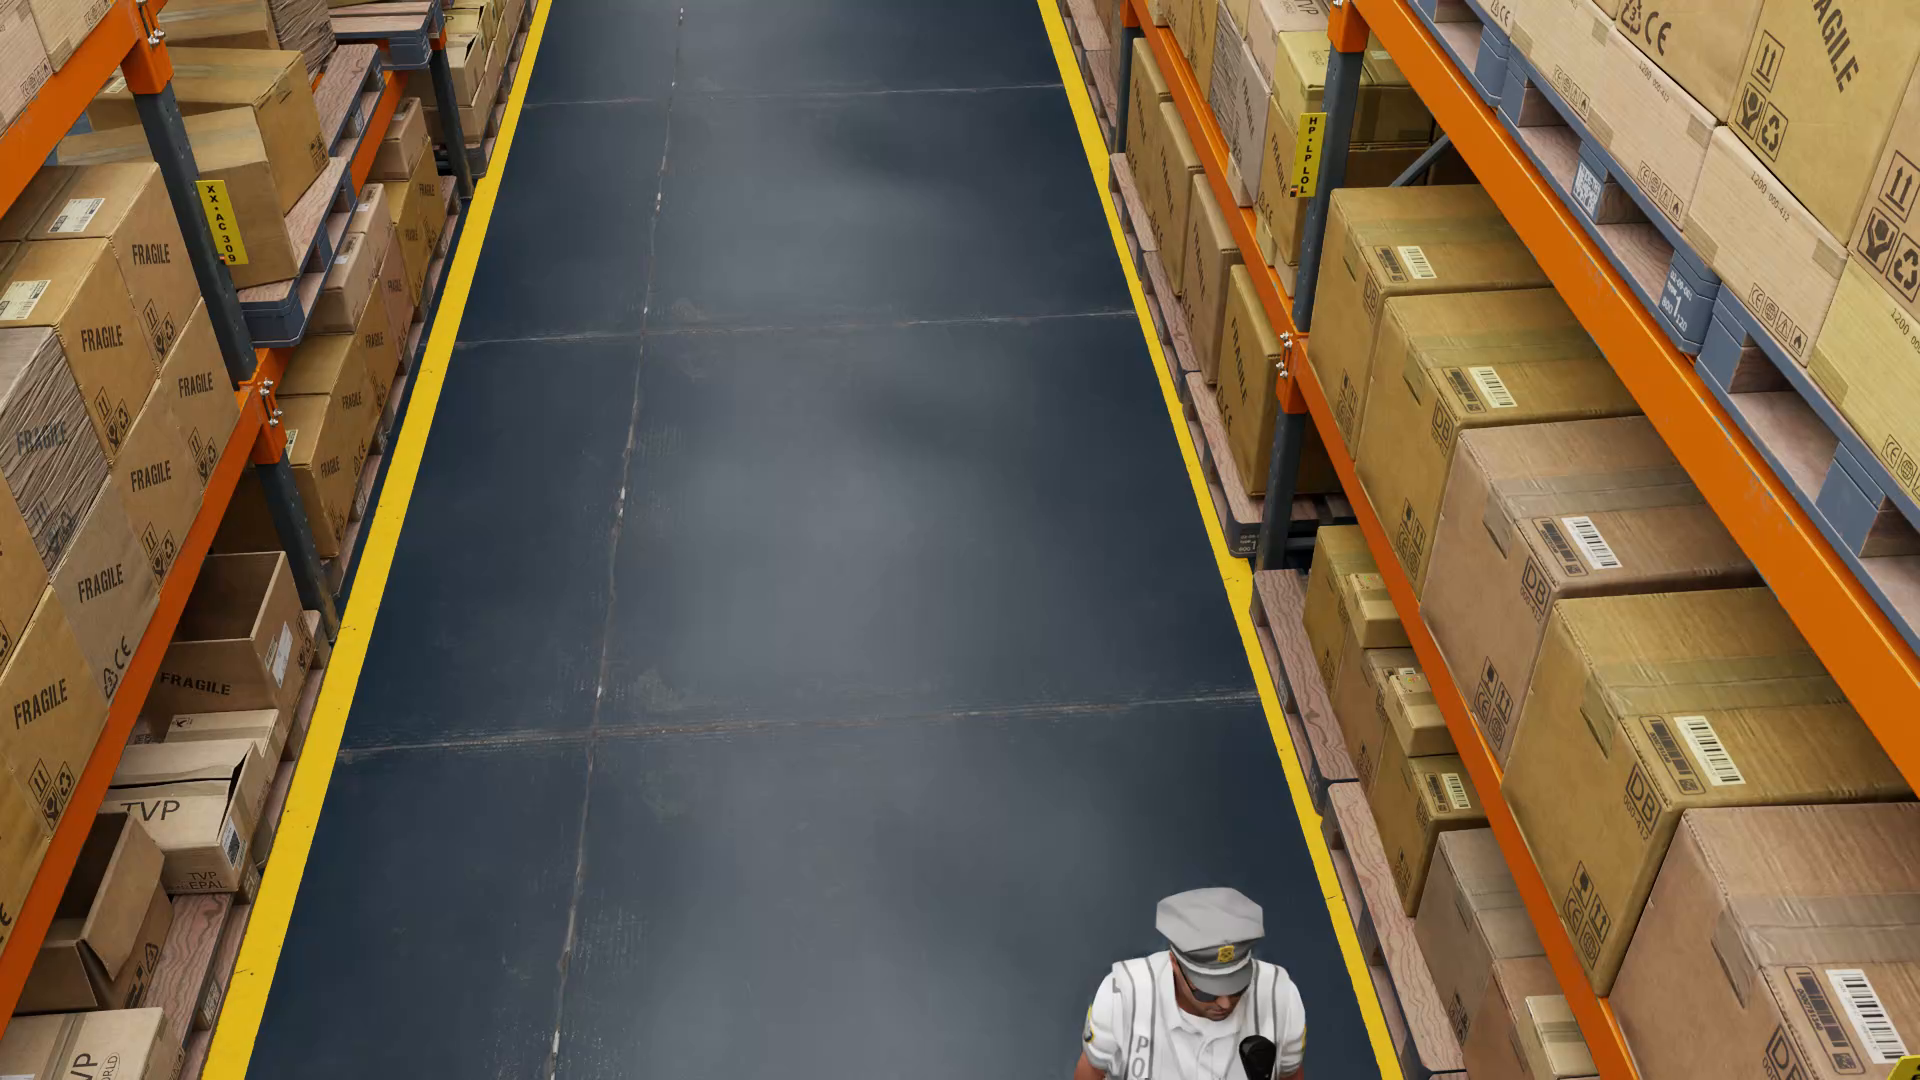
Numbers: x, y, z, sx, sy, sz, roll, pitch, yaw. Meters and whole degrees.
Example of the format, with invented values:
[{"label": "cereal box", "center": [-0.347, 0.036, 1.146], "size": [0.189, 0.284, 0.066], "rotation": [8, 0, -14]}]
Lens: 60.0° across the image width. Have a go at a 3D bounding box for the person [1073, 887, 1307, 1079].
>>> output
[{"label": "person", "center": [0.562, 1.560, 4.210], "size": [0.578, 1.830, 0.499], "rotation": [-3, 39, -3]}]
